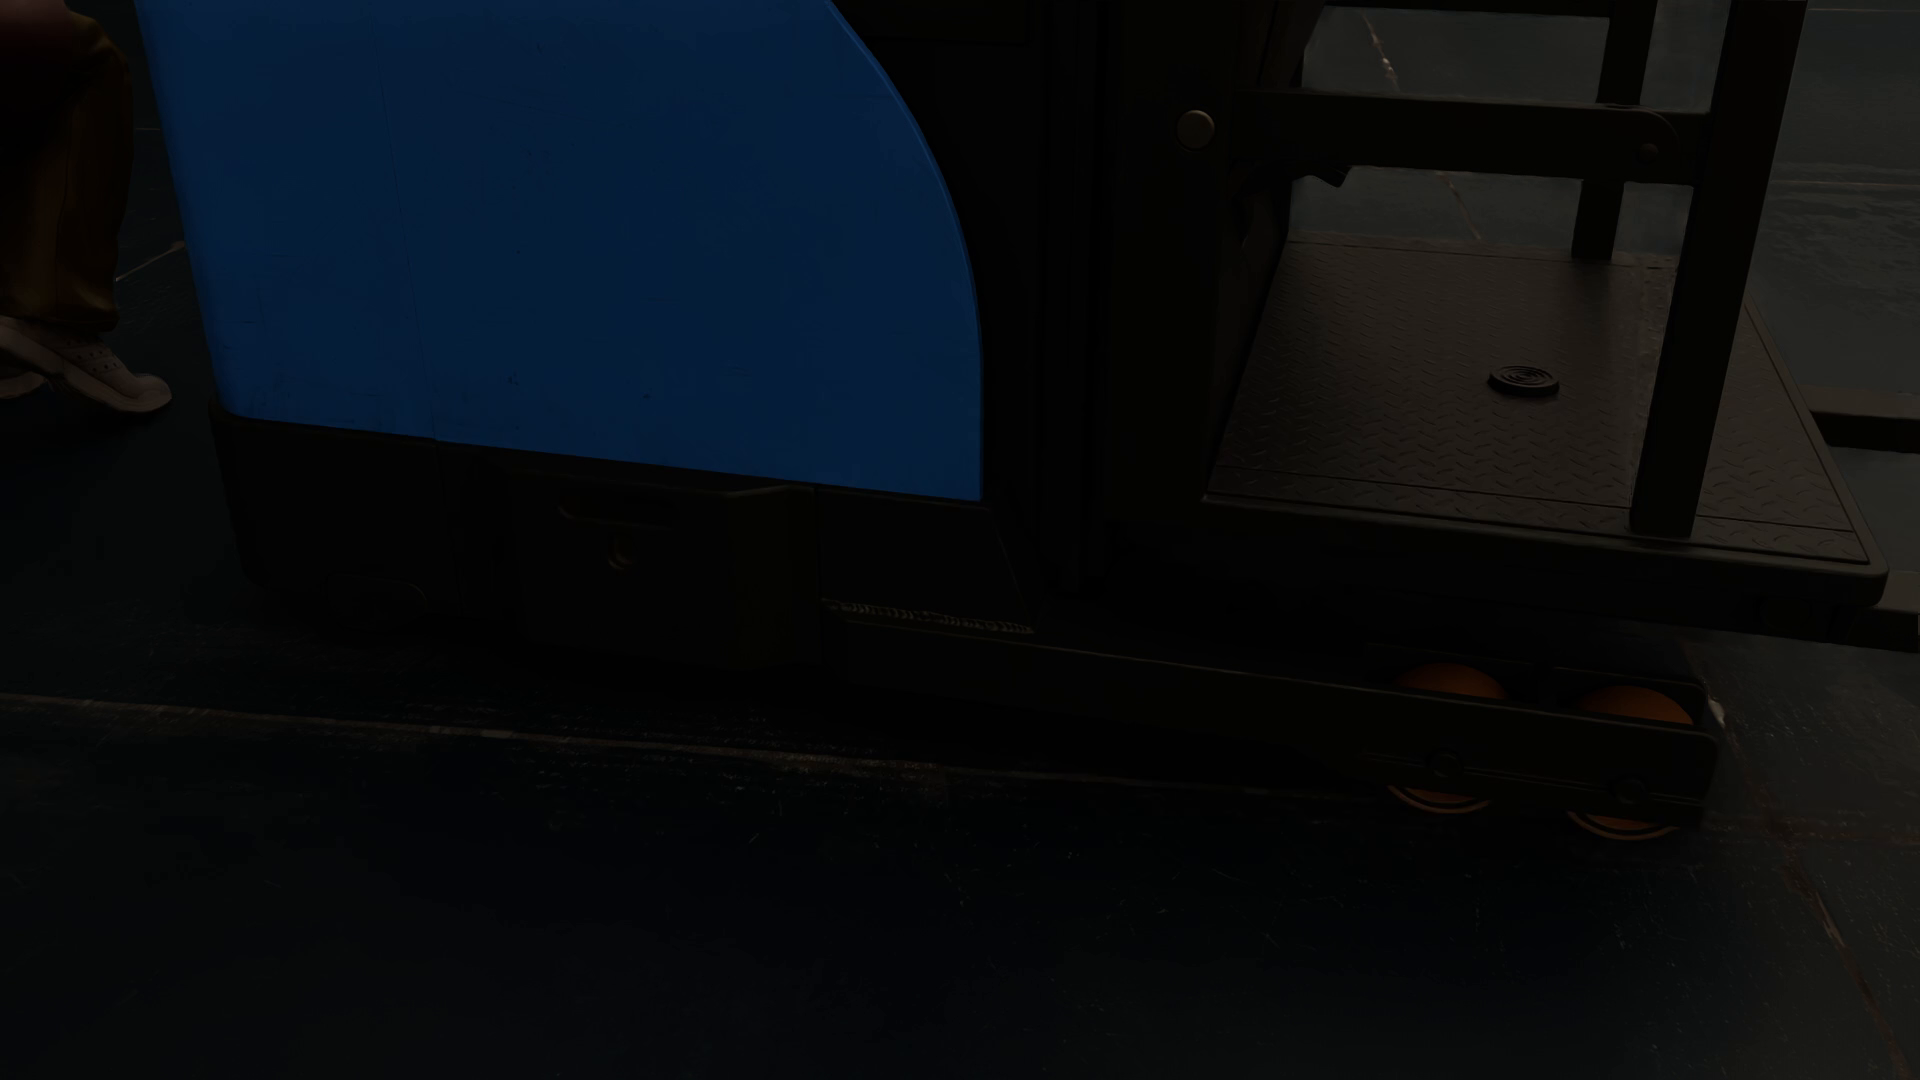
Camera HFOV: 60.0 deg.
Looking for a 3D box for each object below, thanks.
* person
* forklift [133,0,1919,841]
[{"bbox_3d":[-1.651,-0.887,2.579,1.118,1.522,0.872,3,27,7],"label":"person"},{"bbox_3d":[0.592,-1.244,1.710,3.031,2.935,1.130,7,27,13],"label":"forklift"}]
